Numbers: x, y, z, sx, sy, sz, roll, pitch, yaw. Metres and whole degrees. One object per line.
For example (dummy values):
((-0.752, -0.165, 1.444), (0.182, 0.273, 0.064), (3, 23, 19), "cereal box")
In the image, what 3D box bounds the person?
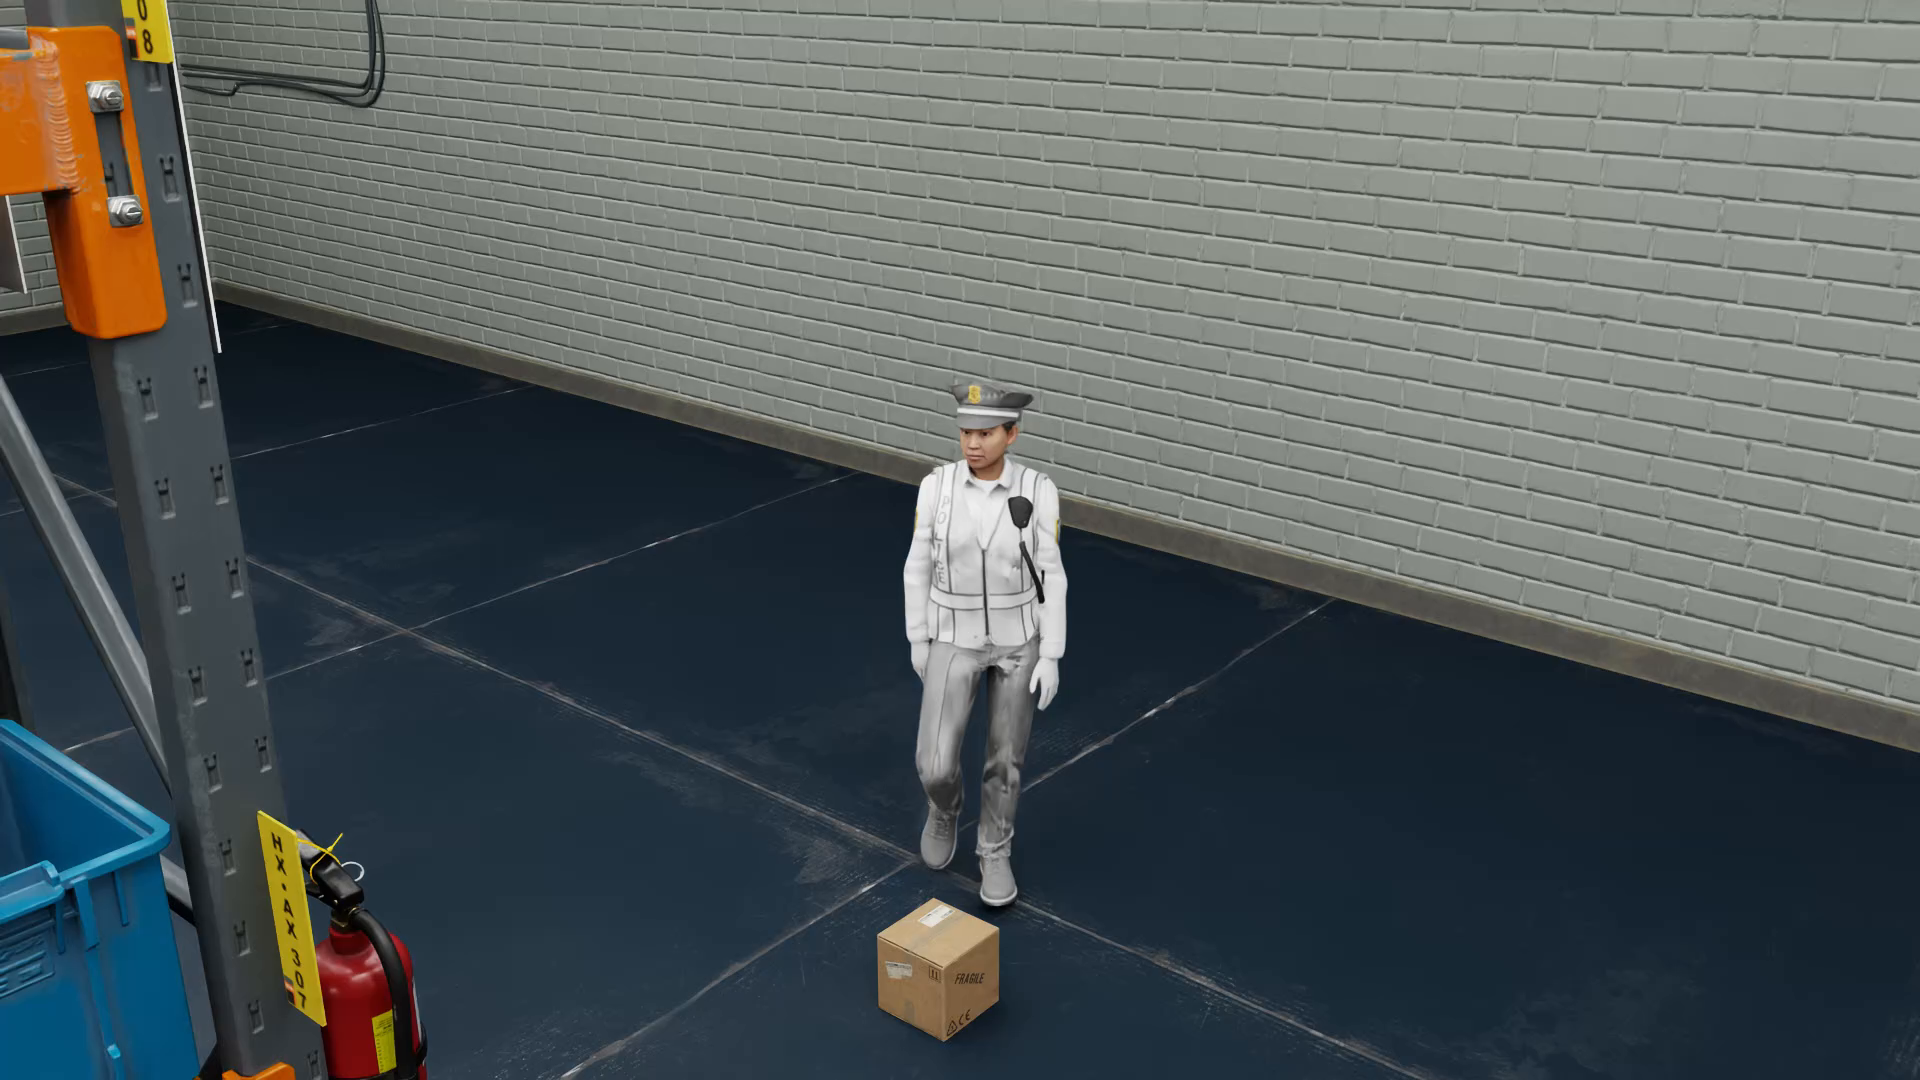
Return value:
((0.078, 0.329, 5.079), (0.495, 1.678, 0.435), (-1, 20, -2), "person")
